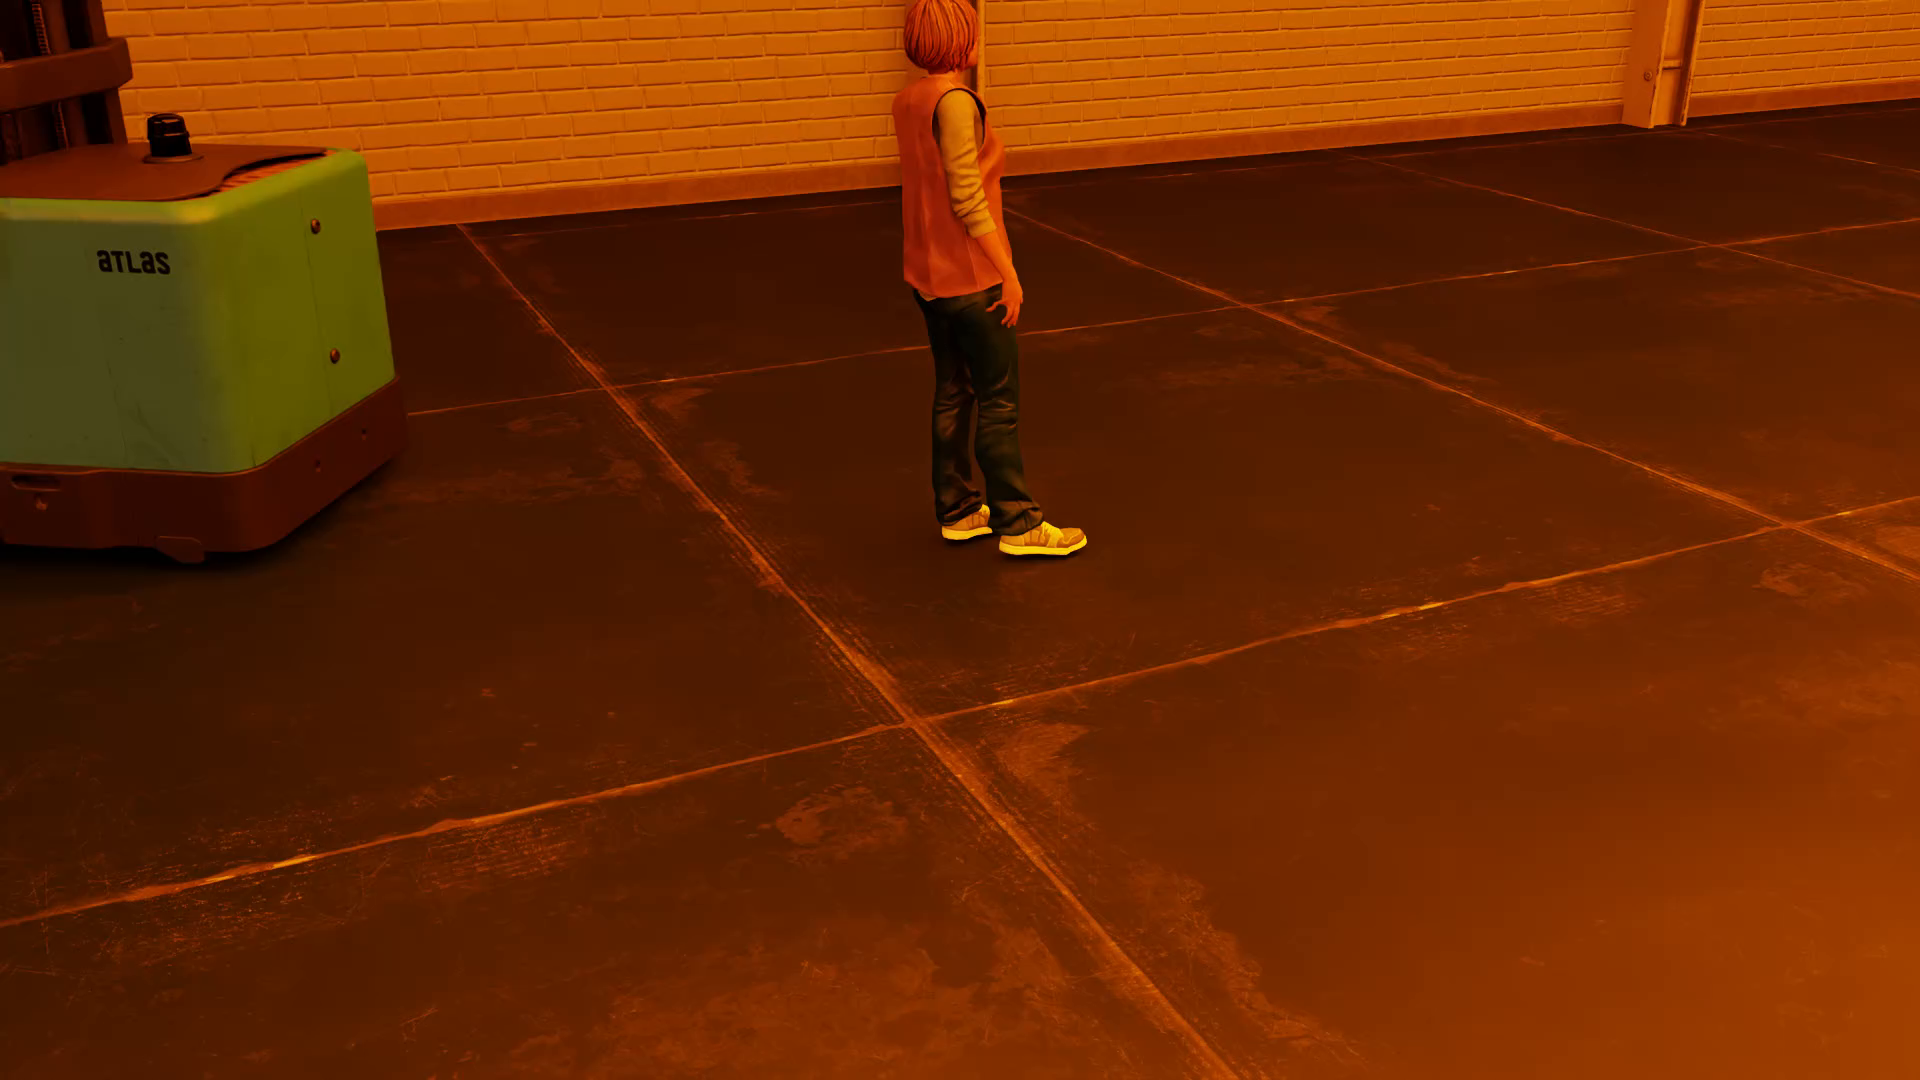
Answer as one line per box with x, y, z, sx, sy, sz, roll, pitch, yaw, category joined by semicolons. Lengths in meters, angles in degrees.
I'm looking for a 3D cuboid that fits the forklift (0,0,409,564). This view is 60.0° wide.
-3.450;-1.526;4.960;3.031;2.935;1.130;3;23;8;forklift

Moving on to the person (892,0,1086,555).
0.074;-0.751;4.816;0.473;1.599;0.521;-10;25;-23;person
